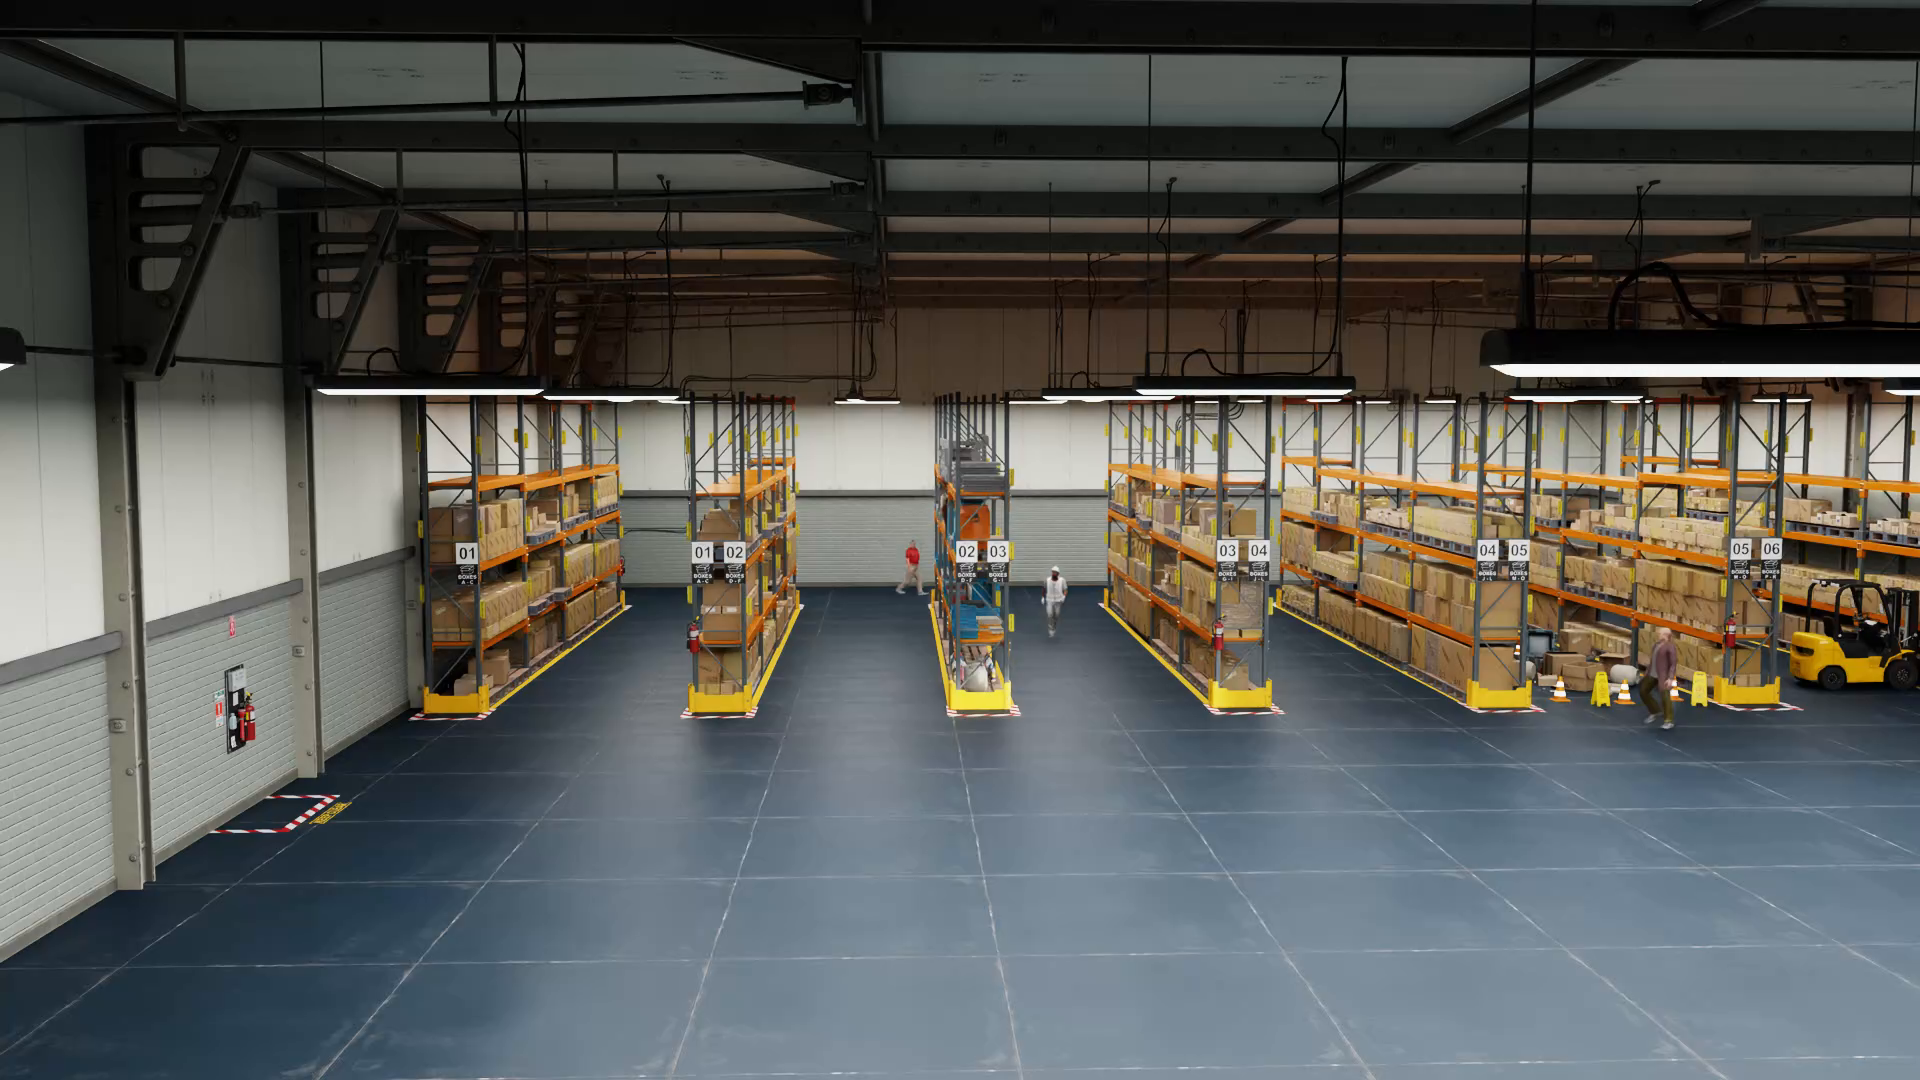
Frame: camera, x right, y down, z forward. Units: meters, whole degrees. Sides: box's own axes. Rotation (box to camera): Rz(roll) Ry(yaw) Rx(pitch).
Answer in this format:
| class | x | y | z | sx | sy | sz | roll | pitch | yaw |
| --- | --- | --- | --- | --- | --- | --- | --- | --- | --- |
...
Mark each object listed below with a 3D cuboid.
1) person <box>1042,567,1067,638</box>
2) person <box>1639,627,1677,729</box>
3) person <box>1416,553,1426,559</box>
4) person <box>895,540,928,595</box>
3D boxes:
| class | x | y | z | sx | sy | sz | roll | pitch | yaw |
| --- | --- | --- | --- | --- | --- | --- | --- | --- | --- |
| person | 2.368 | 1.561 | 41.546 | 0.611 | 1.809 | 0.878 | 0 | 5 | -4 |
| person | 12.497 | 2.451 | 29.688 | 0.472 | 1.762 | 0.687 | -2 | 5 | -26 |
| person | 13.707 | 0.960 | 49.454 | 0.608 | 1.577 | 0.430 | -1 | 5 | -8 |
| person | -1.452 | 0.846 | 50.411 | 0.978 | 1.679 | 0.622 | 1 | 5 | 18 |
